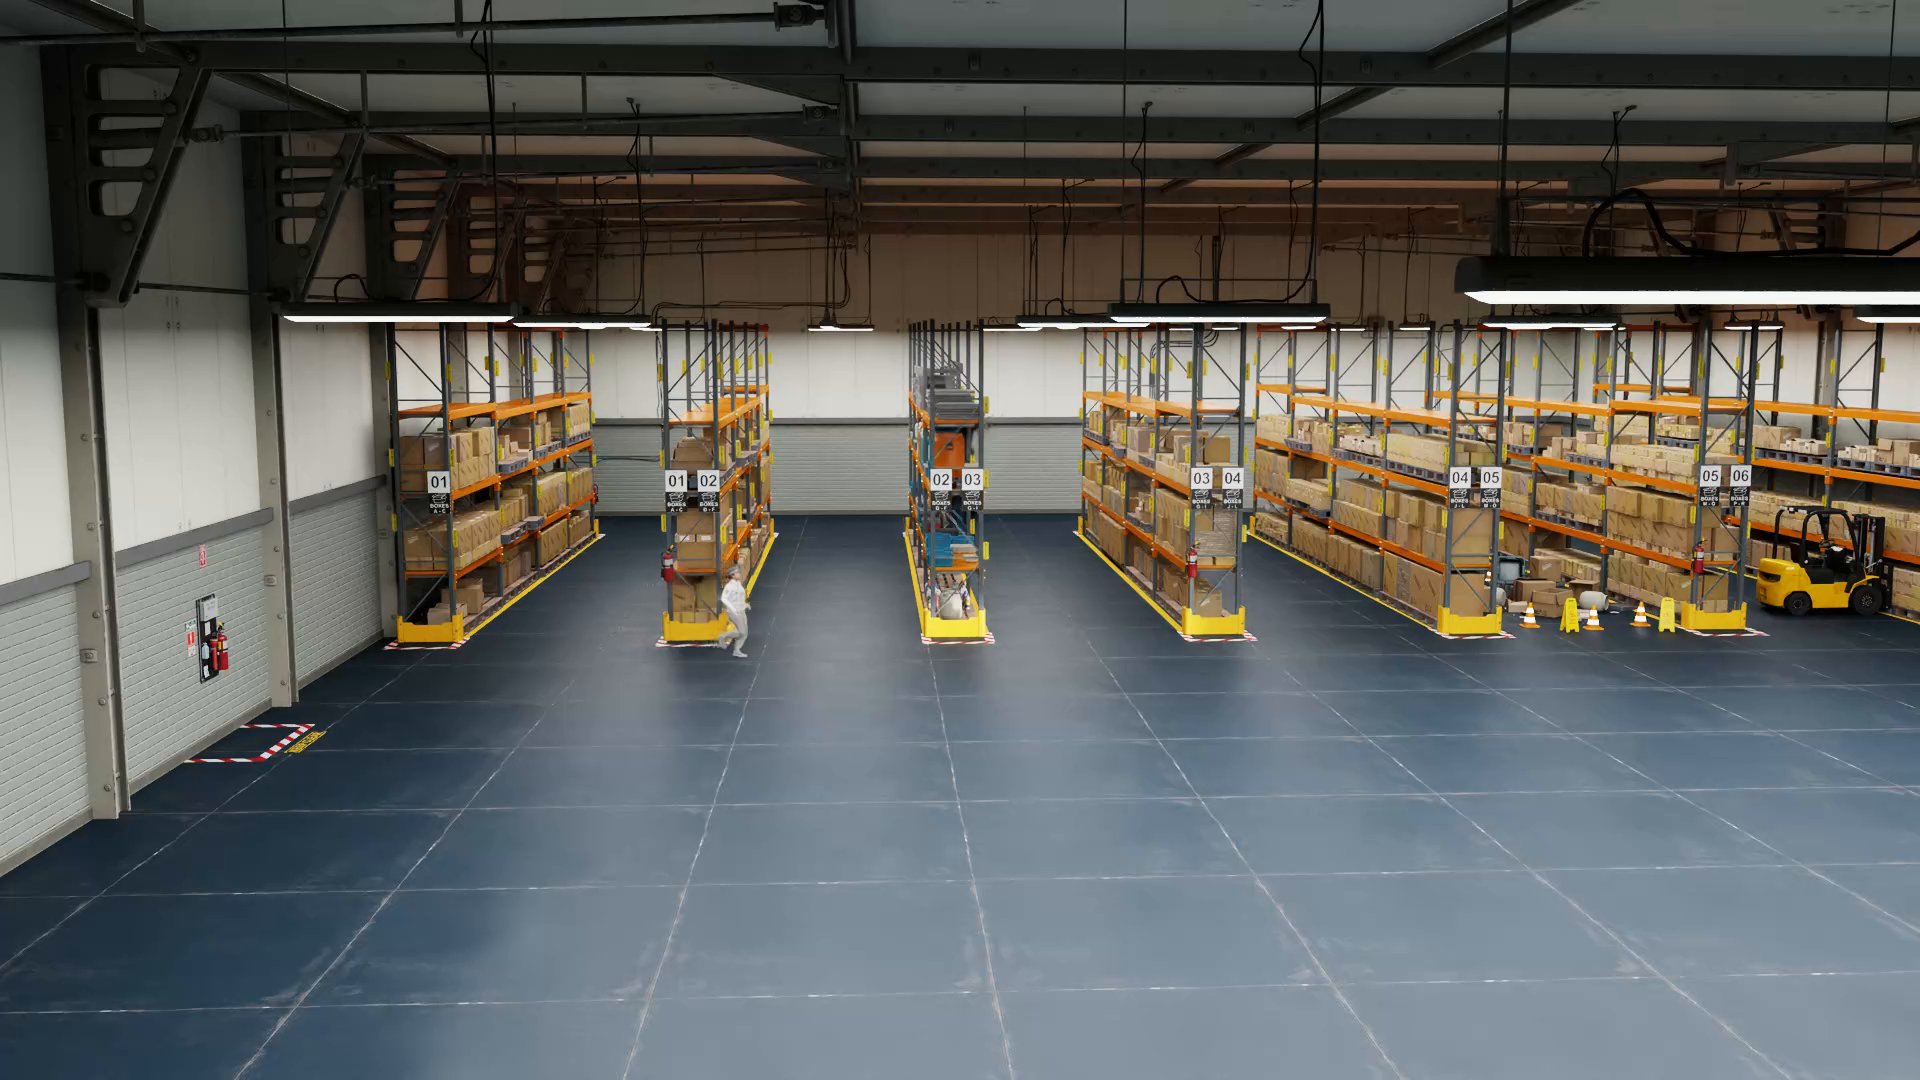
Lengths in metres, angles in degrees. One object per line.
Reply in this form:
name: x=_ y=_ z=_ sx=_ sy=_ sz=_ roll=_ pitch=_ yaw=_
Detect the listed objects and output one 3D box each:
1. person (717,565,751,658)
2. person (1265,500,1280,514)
person: x=-4.026 y=1.265 z=29.589 sx=0.553 sy=1.659 sz=0.620 roll=2 pitch=7 yaw=18
person: x=9.392 y=-1.276 z=49.714 sx=0.595 sy=1.729 sz=0.660 roll=-6 pitch=10 yaw=-42
